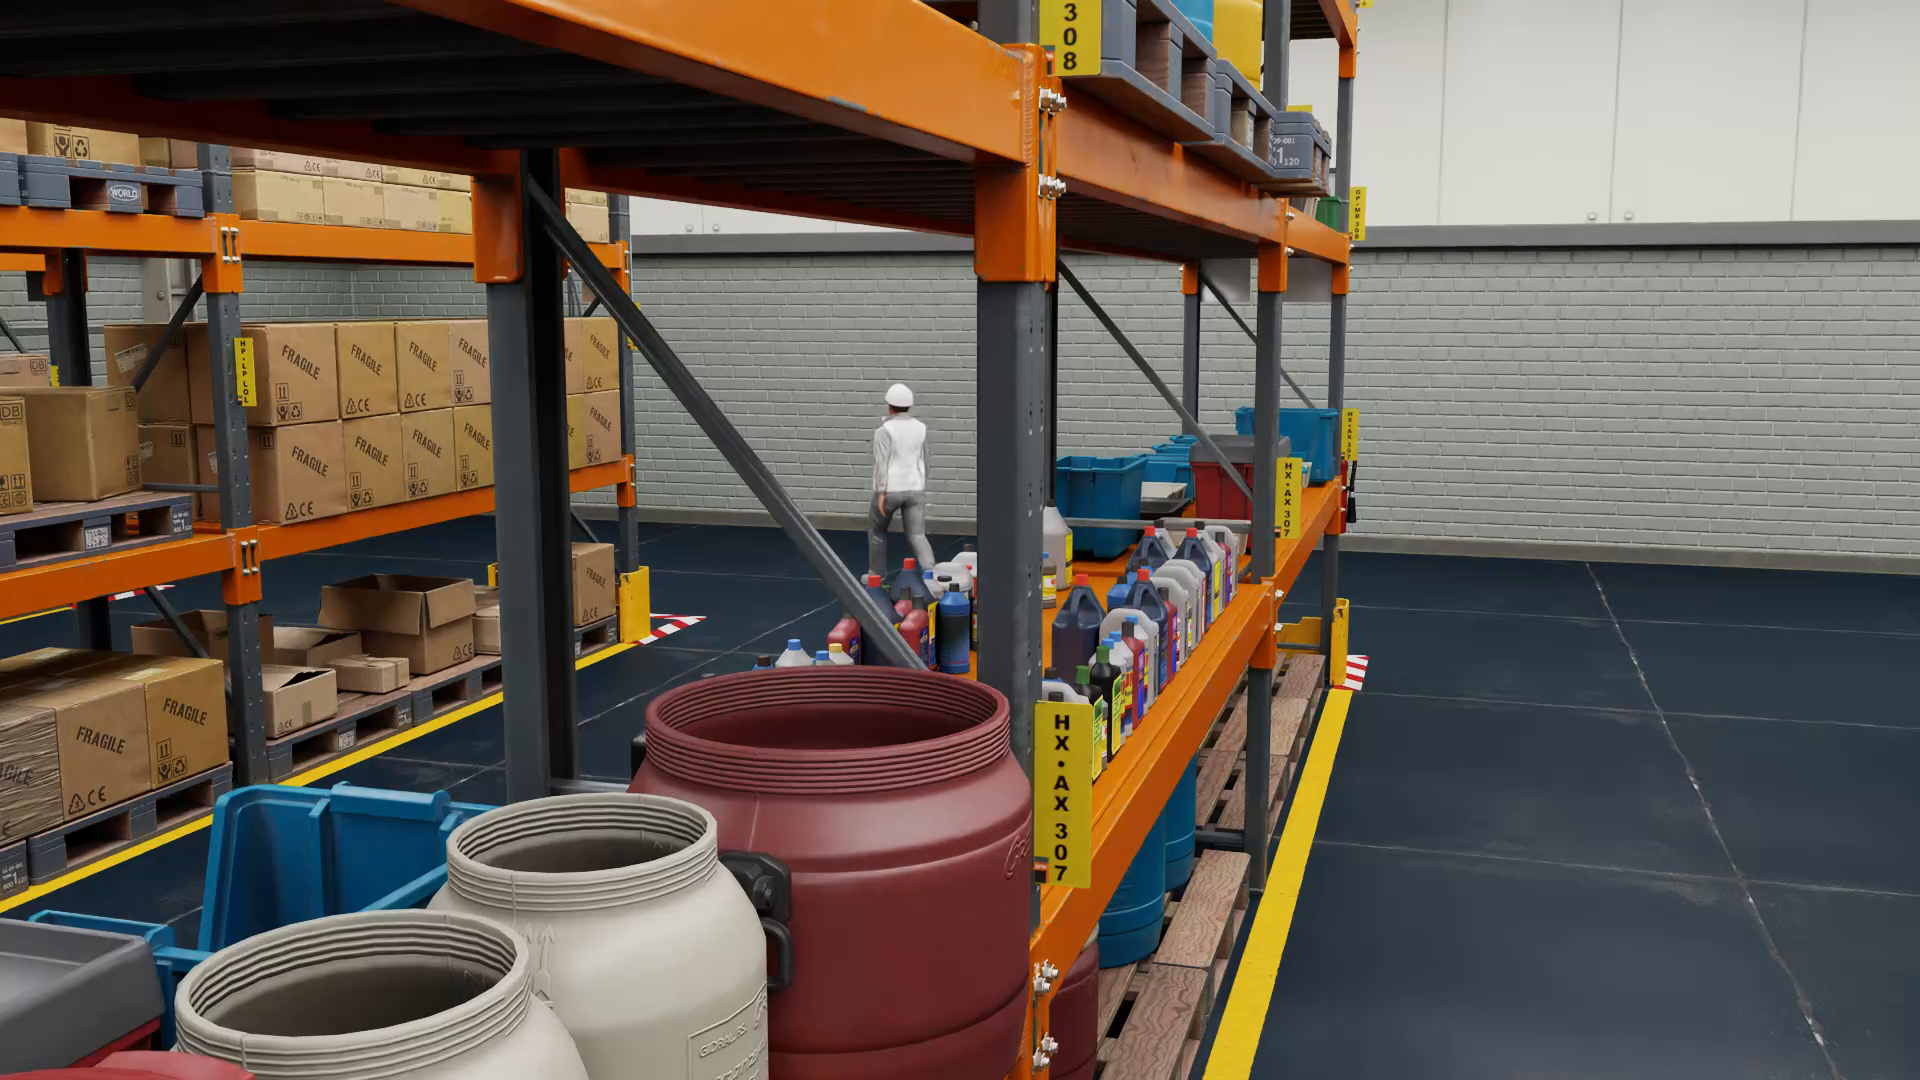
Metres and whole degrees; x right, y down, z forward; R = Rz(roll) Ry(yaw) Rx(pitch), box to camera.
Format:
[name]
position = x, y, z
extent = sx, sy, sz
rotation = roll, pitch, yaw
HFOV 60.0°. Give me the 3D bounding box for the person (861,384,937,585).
[person]
position = -0.479, -0.420, 13.664
extent = 0.552, 1.727, 1.026
rotation = -4, 9, -28
